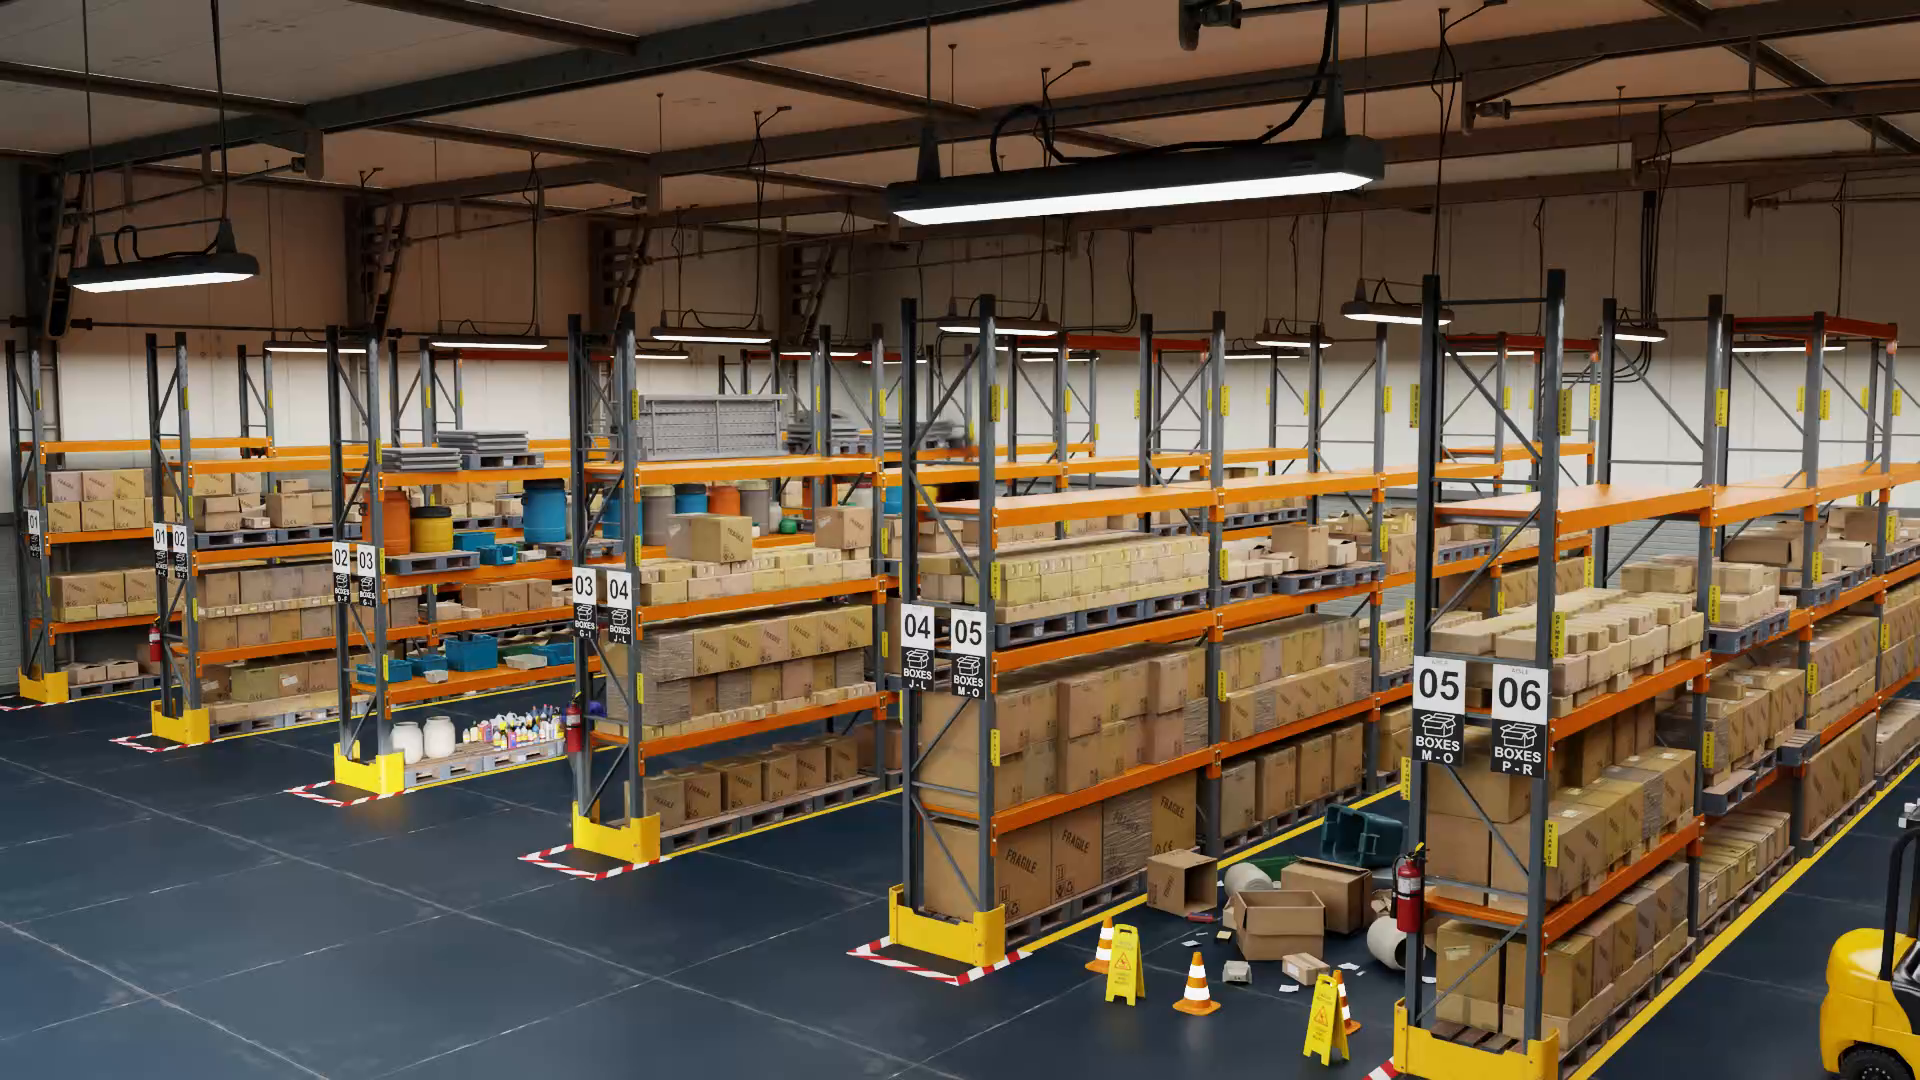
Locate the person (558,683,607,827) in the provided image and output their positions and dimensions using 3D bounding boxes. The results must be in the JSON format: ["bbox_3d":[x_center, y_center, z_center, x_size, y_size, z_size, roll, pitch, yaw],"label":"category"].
[{"bbox_3d":[-4.570,2.538,20.031,0.540,1.692,0.752,2,6,22],"label":"person"}]
